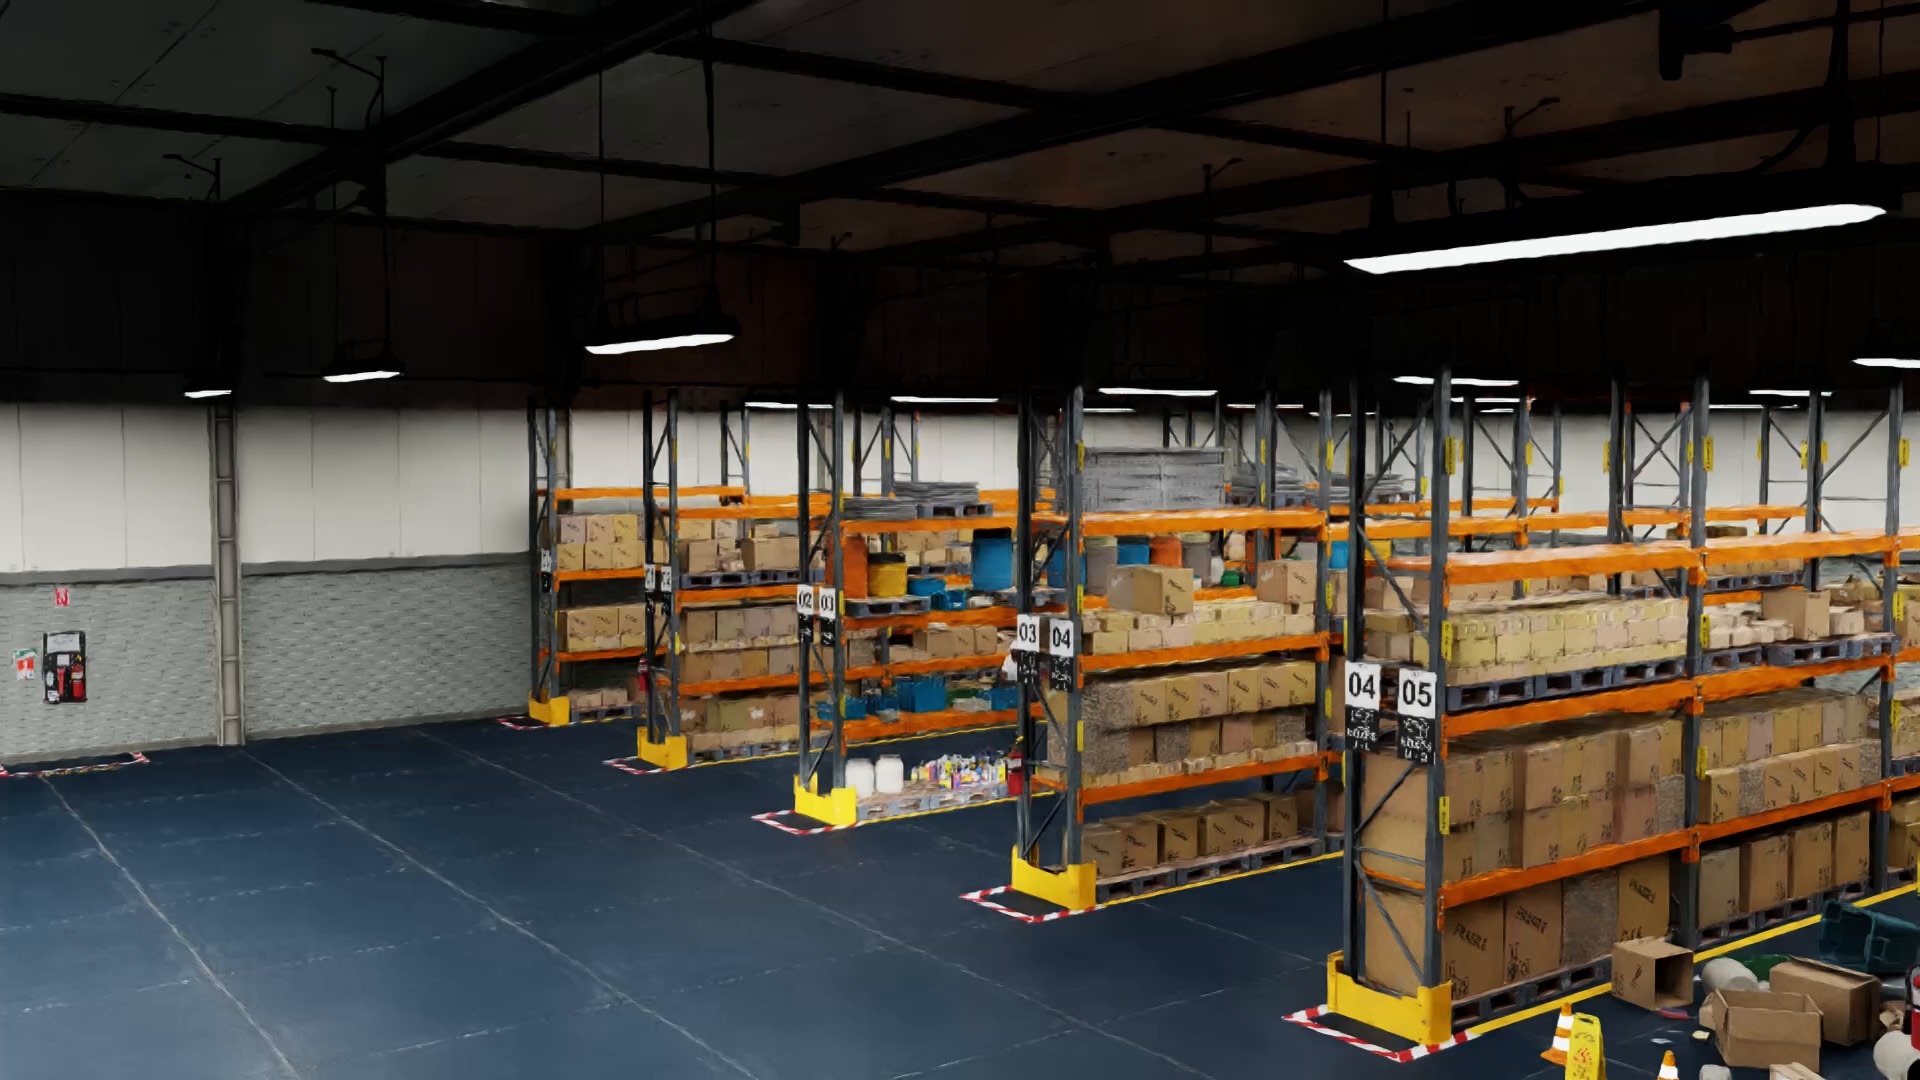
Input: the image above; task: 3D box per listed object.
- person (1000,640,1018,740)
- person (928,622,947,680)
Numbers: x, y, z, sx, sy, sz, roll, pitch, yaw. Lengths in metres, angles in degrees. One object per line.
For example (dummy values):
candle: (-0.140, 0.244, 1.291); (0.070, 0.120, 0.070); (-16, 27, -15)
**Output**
person: (1.055, 2.595, 28.946); (0.701, 1.723, 0.756); (3, 4, 41)
person: (-0.449, 2.270, 33.974); (0.444, 1.773, 0.604); (2, 4, 30)
